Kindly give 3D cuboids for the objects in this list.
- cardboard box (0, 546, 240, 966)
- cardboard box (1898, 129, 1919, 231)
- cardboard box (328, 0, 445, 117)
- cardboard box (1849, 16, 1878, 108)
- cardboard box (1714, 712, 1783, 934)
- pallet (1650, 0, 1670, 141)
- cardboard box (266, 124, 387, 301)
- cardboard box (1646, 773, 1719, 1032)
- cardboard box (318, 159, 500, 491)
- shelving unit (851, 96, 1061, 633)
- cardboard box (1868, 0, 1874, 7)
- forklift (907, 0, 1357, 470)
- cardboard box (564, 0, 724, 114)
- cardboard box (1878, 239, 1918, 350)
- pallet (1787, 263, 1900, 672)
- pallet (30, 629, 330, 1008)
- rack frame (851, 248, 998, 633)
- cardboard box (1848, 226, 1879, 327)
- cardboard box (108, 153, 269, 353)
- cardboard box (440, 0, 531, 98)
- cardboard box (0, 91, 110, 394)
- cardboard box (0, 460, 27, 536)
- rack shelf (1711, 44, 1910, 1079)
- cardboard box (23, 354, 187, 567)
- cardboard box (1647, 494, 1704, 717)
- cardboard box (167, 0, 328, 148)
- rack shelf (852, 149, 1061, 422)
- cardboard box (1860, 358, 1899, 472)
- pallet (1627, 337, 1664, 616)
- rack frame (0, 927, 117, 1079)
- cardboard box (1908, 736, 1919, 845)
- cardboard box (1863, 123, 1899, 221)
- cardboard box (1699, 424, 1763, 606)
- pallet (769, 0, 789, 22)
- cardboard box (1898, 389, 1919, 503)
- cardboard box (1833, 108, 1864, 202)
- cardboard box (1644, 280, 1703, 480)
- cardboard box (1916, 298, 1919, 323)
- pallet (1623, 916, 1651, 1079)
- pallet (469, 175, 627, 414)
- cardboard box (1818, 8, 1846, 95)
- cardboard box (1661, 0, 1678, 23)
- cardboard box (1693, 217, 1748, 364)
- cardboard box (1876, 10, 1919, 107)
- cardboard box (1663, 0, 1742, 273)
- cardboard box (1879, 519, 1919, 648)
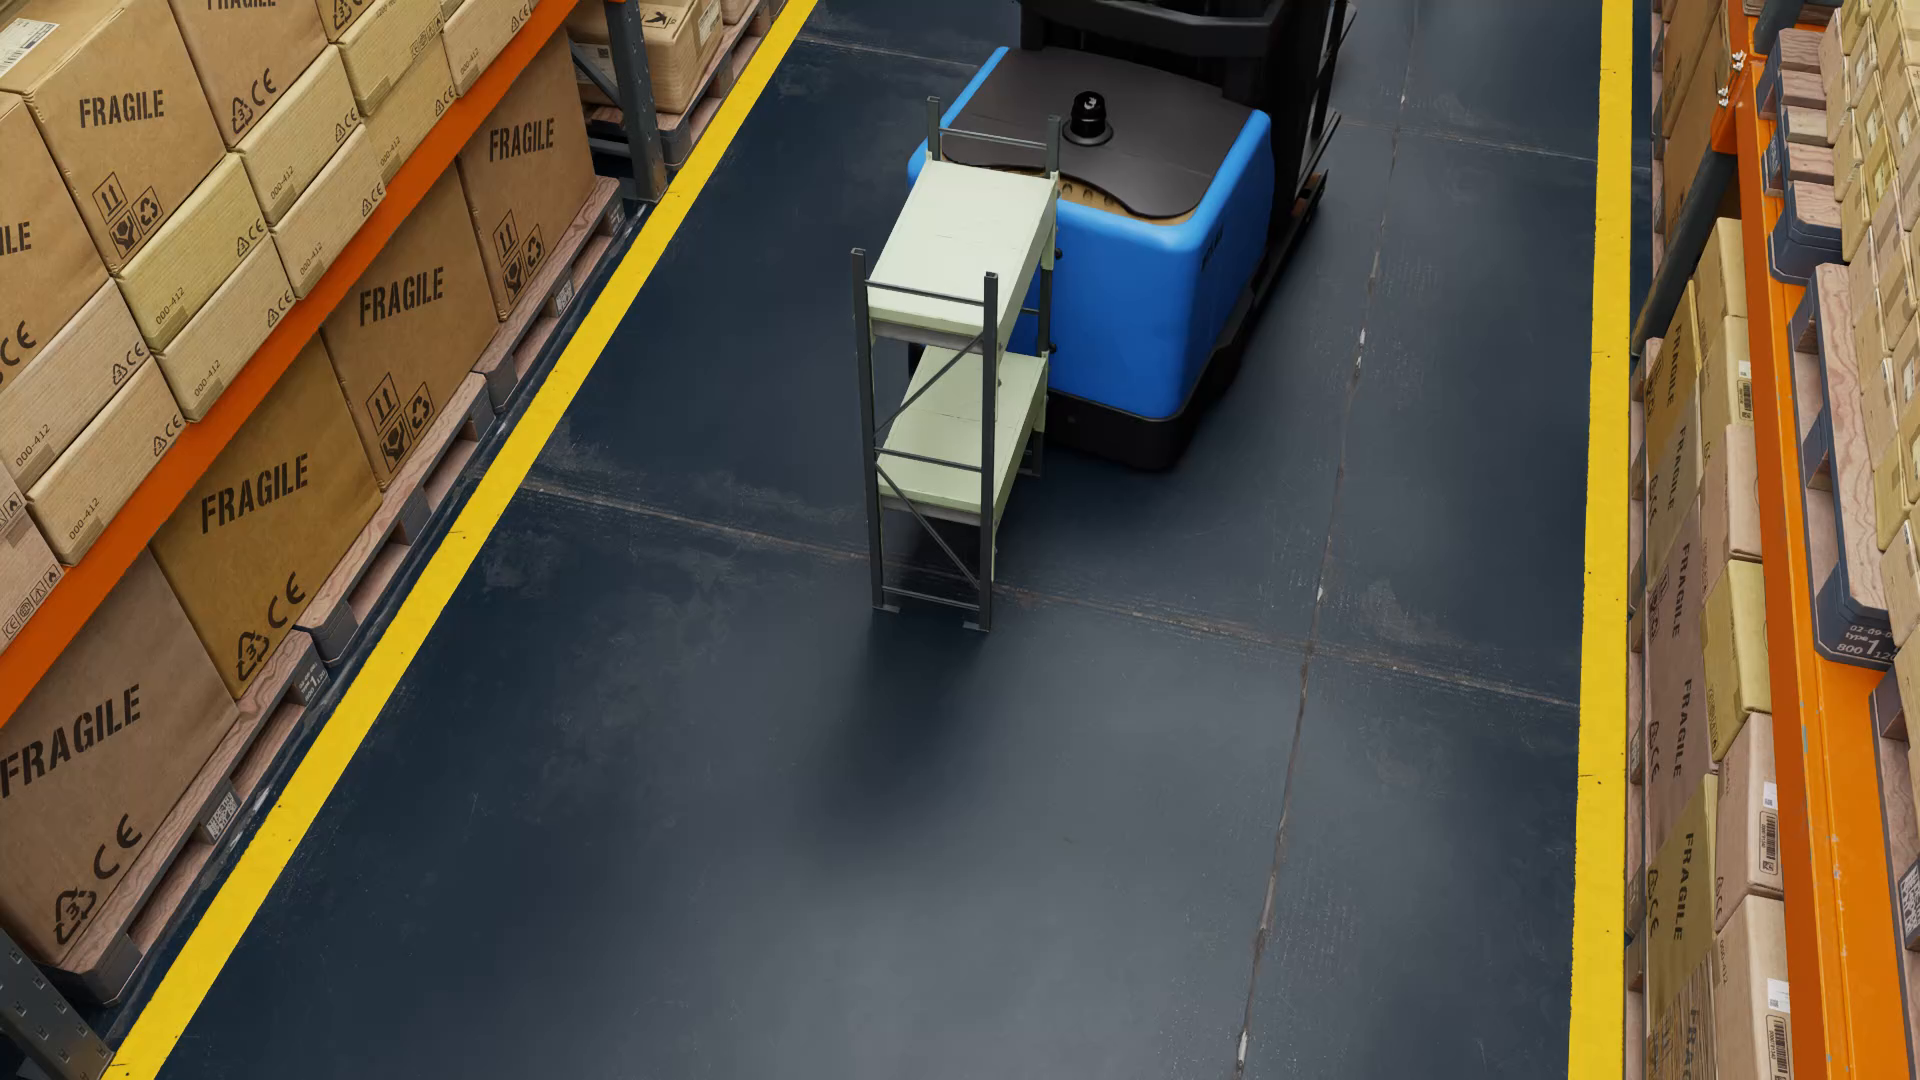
[{"bbox_3d":[-2.703,0.452,4.488,0.875,0.875,0.875,13,50,11],"label":"cardboard box"},{"bbox_3d":[2.480,-0.836,3.977,0.380,0.149,0.250,14,50,12],"label":"cardboard box"},{"bbox_3d":[-1.865,-1.511,4.850,0.500,0.250,0.500,10,49,9],"label":"cardboard box"},{"bbox_3d":[2.675,-1.286,4.573,0.380,0.149,0.250,14,50,12],"label":"cardboard box"},{"bbox_3d":[2.113,0.738,3.985,0.500,0.250,0.500,14,50,12],"label":"cardboard box"},{"bbox_3d":[3.669,-2.150,7.507,1.003,0.211,1.213,12,50,10],"label":"pallet"},{"bbox_3d":[-1.993,-0.967,4.703,0.500,0.250,0.500,11,49,9],"label":"cardboard box"},{"bbox_3d":[2.100,0.988,4.265,0.500,0.500,0.500,11,49,9],"label":"cardboard box"},{"bbox_3d":[-2.237,-0.850,5.637,0.875,0.875,0.875,12,50,10],"label":"cardboard box"},{"bbox_3d":[0.002,-0.501,5.192,0.431,1.500,0.755,12,50,10],"label":"shelving unit"},{"bbox_3d":[2.756,-1.591,4.645,0.380,0.149,0.250,12,50,10],"label":"cardboard box"},{"bbox_3d":[0.880,-2.341,5.861,1.130,2.935,3.031,19,51,16],"label":"forklift"},{"bbox_3d":[-1.578,-2.218,7.179,0.950,0.372,0.625,9,49,7],"label":"cardboard box"},{"bbox_3d":[2.407,-0.550,3.924,0.380,0.149,0.250,11,50,10],"label":"cardboard box"},{"bbox_3d":[2.584,-0.134,3.996,1.003,0.211,1.213,12,50,10],"label":"pallet"},{"bbox_3d":[-2.659,0.701,4.990,1.003,0.211,1.213,12,50,10],"label":"pallet"},{"bbox_3d":[-0.095,-0.236,4.958,0.400,1.500,0.023,12,50,10],"label":"rack frame"},{"bbox_3d":[2.474,-0.632,4.195,0.380,0.149,0.250,13,50,11],"label":"cardboard box"},{"bbox_3d":[-2.133,-0.769,4.195,0.500,0.250,0.500,12,50,11],"label":"cardboard box"},{"bbox_3d":[-1.739,-1.702,5.352,0.500,0.250,0.500,12,50,11],"label":"cardboard box"},{"bbox_3d":[-2.289,-0.647,3.587,0.500,0.500,0.500,11,50,10],"label":"cardboard box"},{"bbox_3d":[-2.402,-0.027,3.540,0.500,0.250,0.500,10,49,9],"label":"cardboard box"},{"bbox_3d":[2.539,0.047,4.188,1.077,0.370,4.000,12,50,10],"label":"rack shelf"},{"bbox_3d":[-2.284,-0.239,4.061,0.500,0.250,0.500,10,49,9],"label":"cardboard box"},{"bbox_3d":[2.374,0.248,4.917,0.500,0.500,0.500,10,49,9],"label":"cardboard box"},{"bbox_3d":[-2.025,-1.385,4.238,0.500,0.500,0.500,11,49,9],"label":"cardboard box"},{"bbox_3d":[0.002,-0.759,4.899,0.431,0.370,0.720,12,50,10],"label":"rack shelf"},{"bbox_3d":[2.336,-0.263,3.869,0.380,0.149,0.250,10,49,9],"label":"cardboard box"},{"bbox_3d":[2.858,-0.150,5.742,1.003,0.211,1.213,12,50,10],"label":"pallet"},{"bbox_3d":[-2.789,0.352,3.439,1.000,3.000,0.127,12,50,10],"label":"rack frame"},{"bbox_3d":[2.061,0.505,3.191,0.380,0.149,0.250,11,50,10],"label":"cardboard box"},{"bbox_3d":[2.542,-0.909,4.241,0.380,0.149,0.250,12,50,10],"label":"cardboard box"},{"bbox_3d":[2.374,-0.025,4.658,0.500,0.250,0.500,12,50,10],"label":"cardboard box"},{"bbox_3d":[-1.206,-3.063,8.313,1.003,0.211,1.213,12,50,10],"label":"pallet"},{"bbox_3d":[2.270,-0.180,3.597,0.380,0.149,0.250,12,50,10],"label":"cardboard box"},{"bbox_3d":[2.612,-1.021,4.538,0.380,0.149,0.250,14,50,12],"label":"cardboard box"},{"bbox_3d":[2.633,-0.488,5.567,0.500,0.500,0.500,10,49,8],"label":"cardboard box"},{"bbox_3d":[2.343,-0.464,3.649,0.380,0.149,0.250,11,49,10],"label":"cardboard box"},{"bbox_3d":[2.216,1.615,4.184,1.003,0.211,1.213,12,50,10],"label":"pallet"},{"bbox_3d":[-2.017,-1.063,6.548,1.003,0.211,1.213,12,50,10],"label":"pallet"},{"bbox_3d":[2.753,-1.410,4.881,0.380,0.149,0.250,11,49,10],"label":"cardboard box"},{"bbox_3d":[3.784,-2.762,7.407,1.050,0.750,0.750,12,50,10],"label":"cardboard box"},{"bbox_3d":[2.650,-0.747,5.295,0.500,0.250,0.500,10,49,8],"label":"cardboard box"},{"bbox_3d":[2.620,-1.223,4.319,0.380,0.149,0.250,11,50,10],"label":"cardboard box"},{"bbox_3d":[3.313,-1.455,6.254,1.050,0.750,0.750,11,49,10],"label":"cardboard box"},{"bbox_3d":[2.195,0.122,3.529,0.380,0.149,0.250,10,49,8],"label":"cardboard box"}]
